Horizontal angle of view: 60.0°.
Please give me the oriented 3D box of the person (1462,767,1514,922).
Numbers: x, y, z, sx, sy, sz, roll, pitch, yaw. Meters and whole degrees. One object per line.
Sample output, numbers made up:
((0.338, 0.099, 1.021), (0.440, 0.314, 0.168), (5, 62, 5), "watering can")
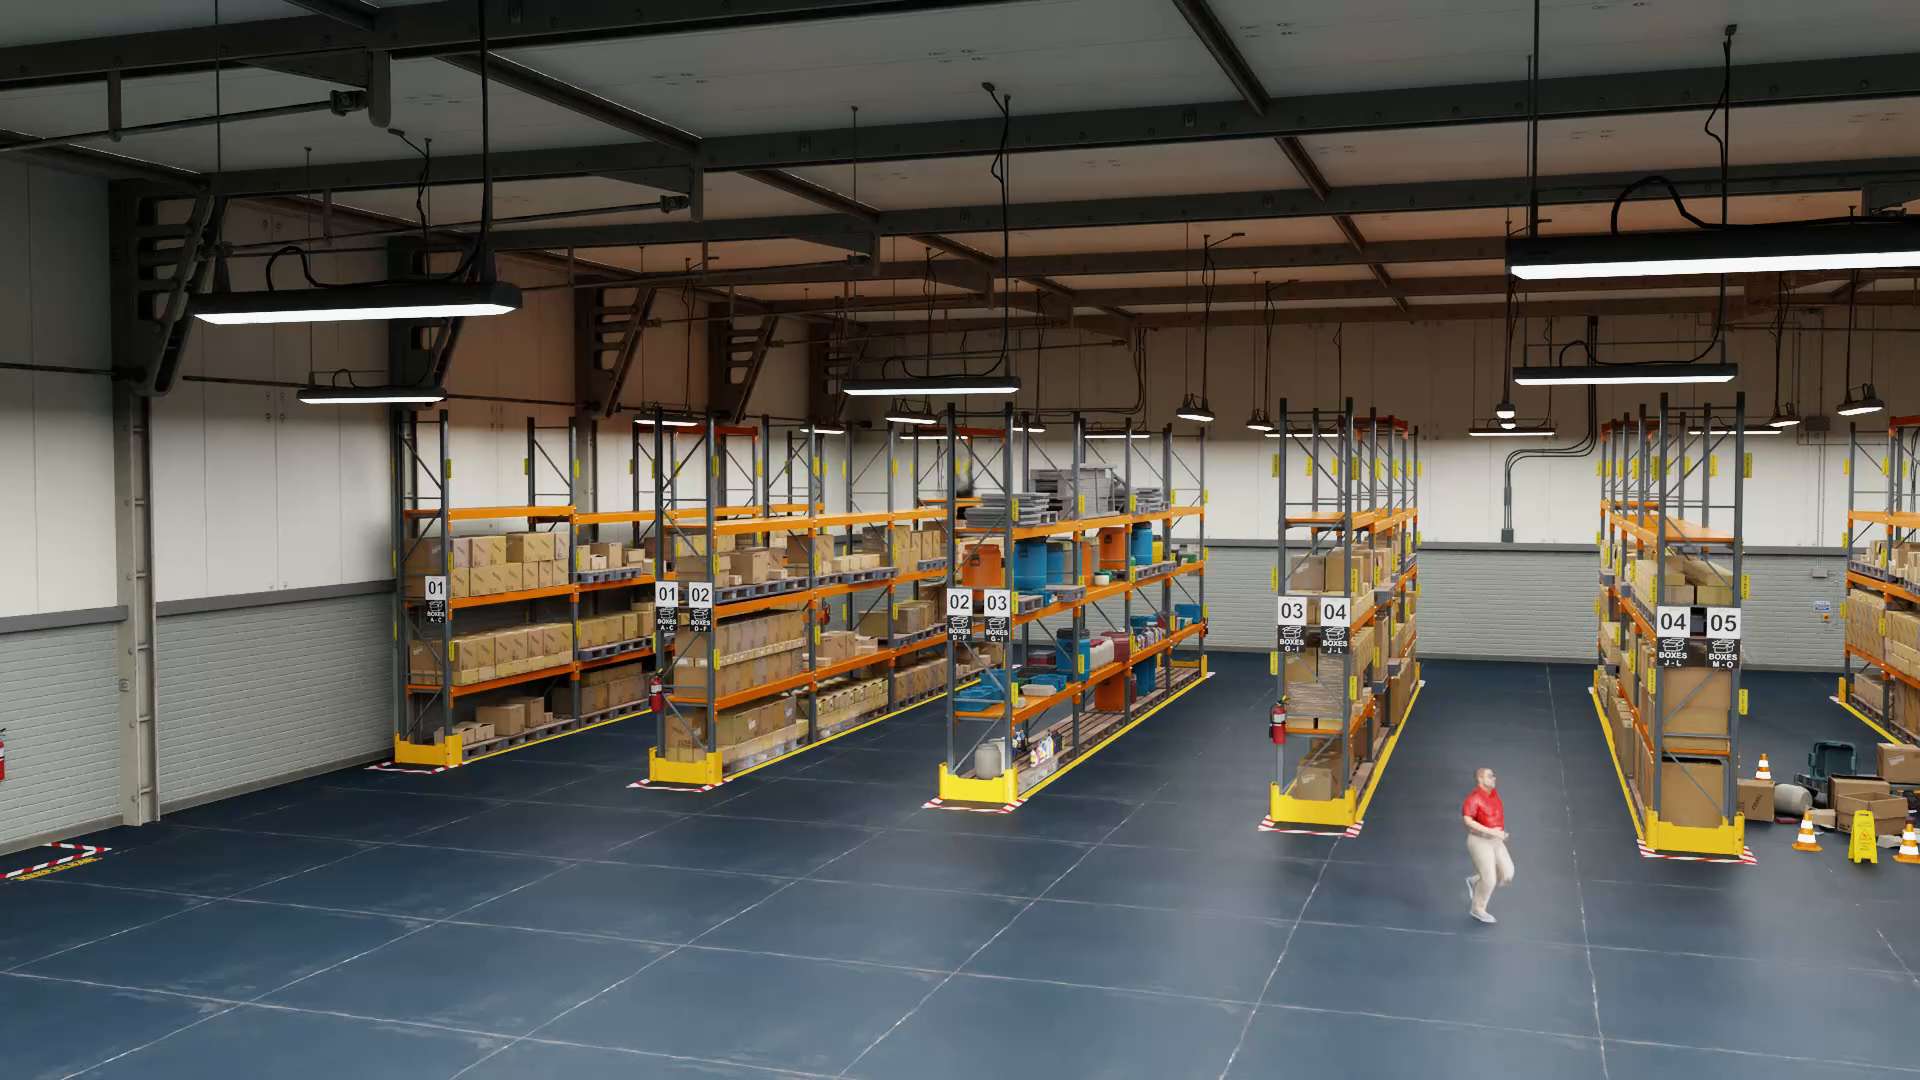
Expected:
((5.857, 3.368, 18.445), (0.705, 1.692, 0.585), (-2, 3, -40), "person")

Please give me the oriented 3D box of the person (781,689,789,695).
((-3.588, 2.716, 34.260), (0.571, 1.663, 0.595), (1, 3, 22), "person")
